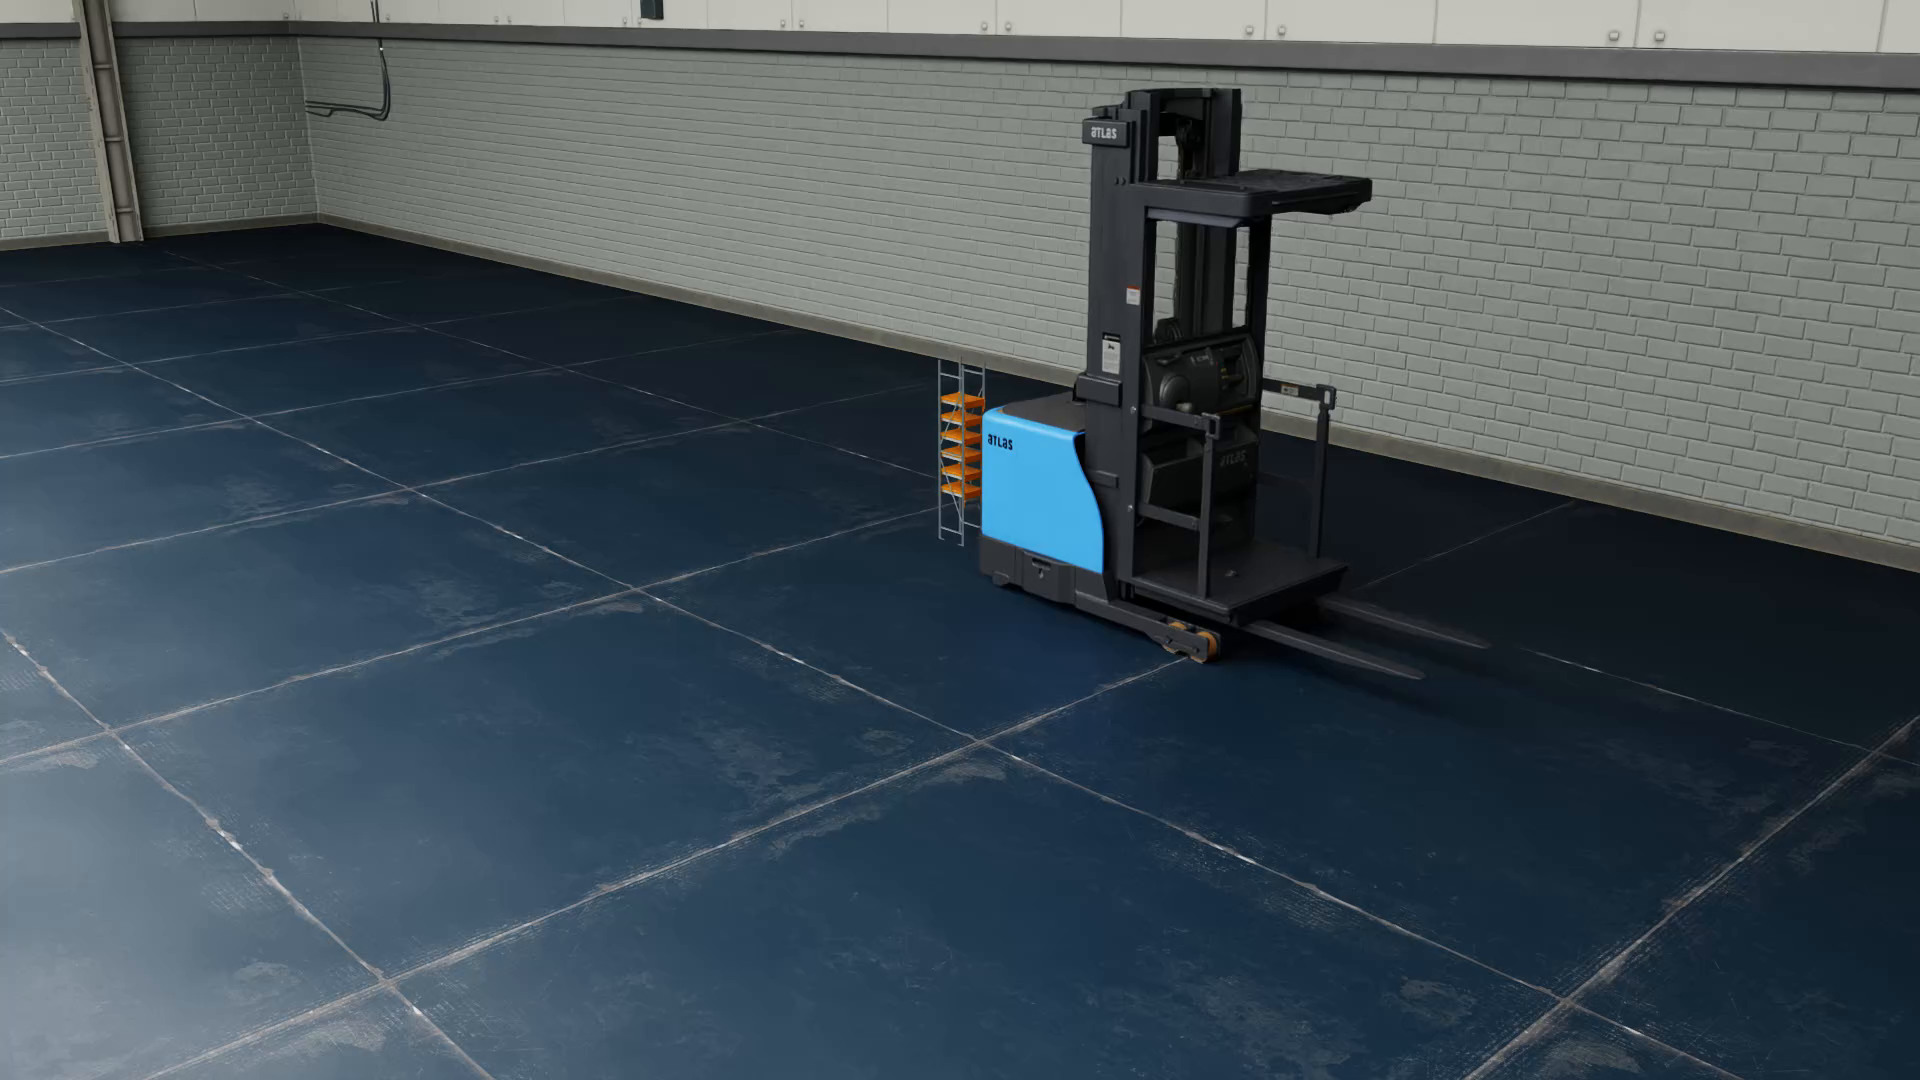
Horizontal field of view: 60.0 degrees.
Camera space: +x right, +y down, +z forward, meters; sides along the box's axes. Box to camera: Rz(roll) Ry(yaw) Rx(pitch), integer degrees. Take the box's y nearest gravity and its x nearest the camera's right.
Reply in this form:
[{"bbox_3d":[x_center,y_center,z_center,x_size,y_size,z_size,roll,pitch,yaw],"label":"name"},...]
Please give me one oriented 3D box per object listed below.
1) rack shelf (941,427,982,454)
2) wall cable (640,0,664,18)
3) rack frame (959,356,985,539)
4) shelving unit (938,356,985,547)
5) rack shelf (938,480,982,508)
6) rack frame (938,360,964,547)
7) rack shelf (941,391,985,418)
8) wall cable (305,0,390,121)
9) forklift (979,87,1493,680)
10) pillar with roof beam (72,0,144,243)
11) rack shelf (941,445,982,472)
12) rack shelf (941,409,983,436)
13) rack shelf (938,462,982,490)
[{"bbox_3d":[0.010,-0.646,10.786,0.180,0.103,0.258,-16,24,-41],"label":"rack shelf"},{"bbox_3d":[-2.812,-8.539,17.216,0.169,6.003,2.305,-16,24,-41],"label":"wall cable"},{"bbox_3d":[0.077,-0.593,10.869,0.006,1.200,0.240,-16,24,-41],"label":"rack frame"},{"bbox_3d":[0.010,-0.574,10.809,0.189,1.200,0.258,-16,24,-41],"label":"shelving unit"},{"bbox_3d":[0.011,-0.303,10.897,0.180,0.103,0.258,-16,24,-41],"label":"rack shelf"},{"bbox_3d":[-0.056,-0.554,10.749,0.006,1.200,0.240,-16,24,-41],"label":"rack frame"},{"bbox_3d":[0.010,-0.874,10.712,0.180,0.103,0.258,-16,24,-41],"label":"rack shelf"},{"bbox_3d":[-9.323,-7.575,24.792,0.112,2.526,3.097,-16,24,-41],"label":"wall cable"},{"bbox_3d":[1.482,-0.912,9.044,1.130,2.935,3.031,-16,24,-40],"label":"forklift"},{"bbox_3d":[-9.414,-7.759,20.326,0.400,9.000,9.100,-16,24,-41],"label":"pillar with roof beam"},{"bbox_3d":[0.010,-0.532,10.823,0.180,0.103,0.258,-16,24,-41],"label":"rack shelf"},{"bbox_3d":[0.010,-0.760,10.749,0.180,0.103,0.258,-16,24,-41],"label":"rack shelf"},{"bbox_3d":[0.010,-0.417,10.860,0.180,0.103,0.258,-16,24,-41],"label":"rack shelf"}]
